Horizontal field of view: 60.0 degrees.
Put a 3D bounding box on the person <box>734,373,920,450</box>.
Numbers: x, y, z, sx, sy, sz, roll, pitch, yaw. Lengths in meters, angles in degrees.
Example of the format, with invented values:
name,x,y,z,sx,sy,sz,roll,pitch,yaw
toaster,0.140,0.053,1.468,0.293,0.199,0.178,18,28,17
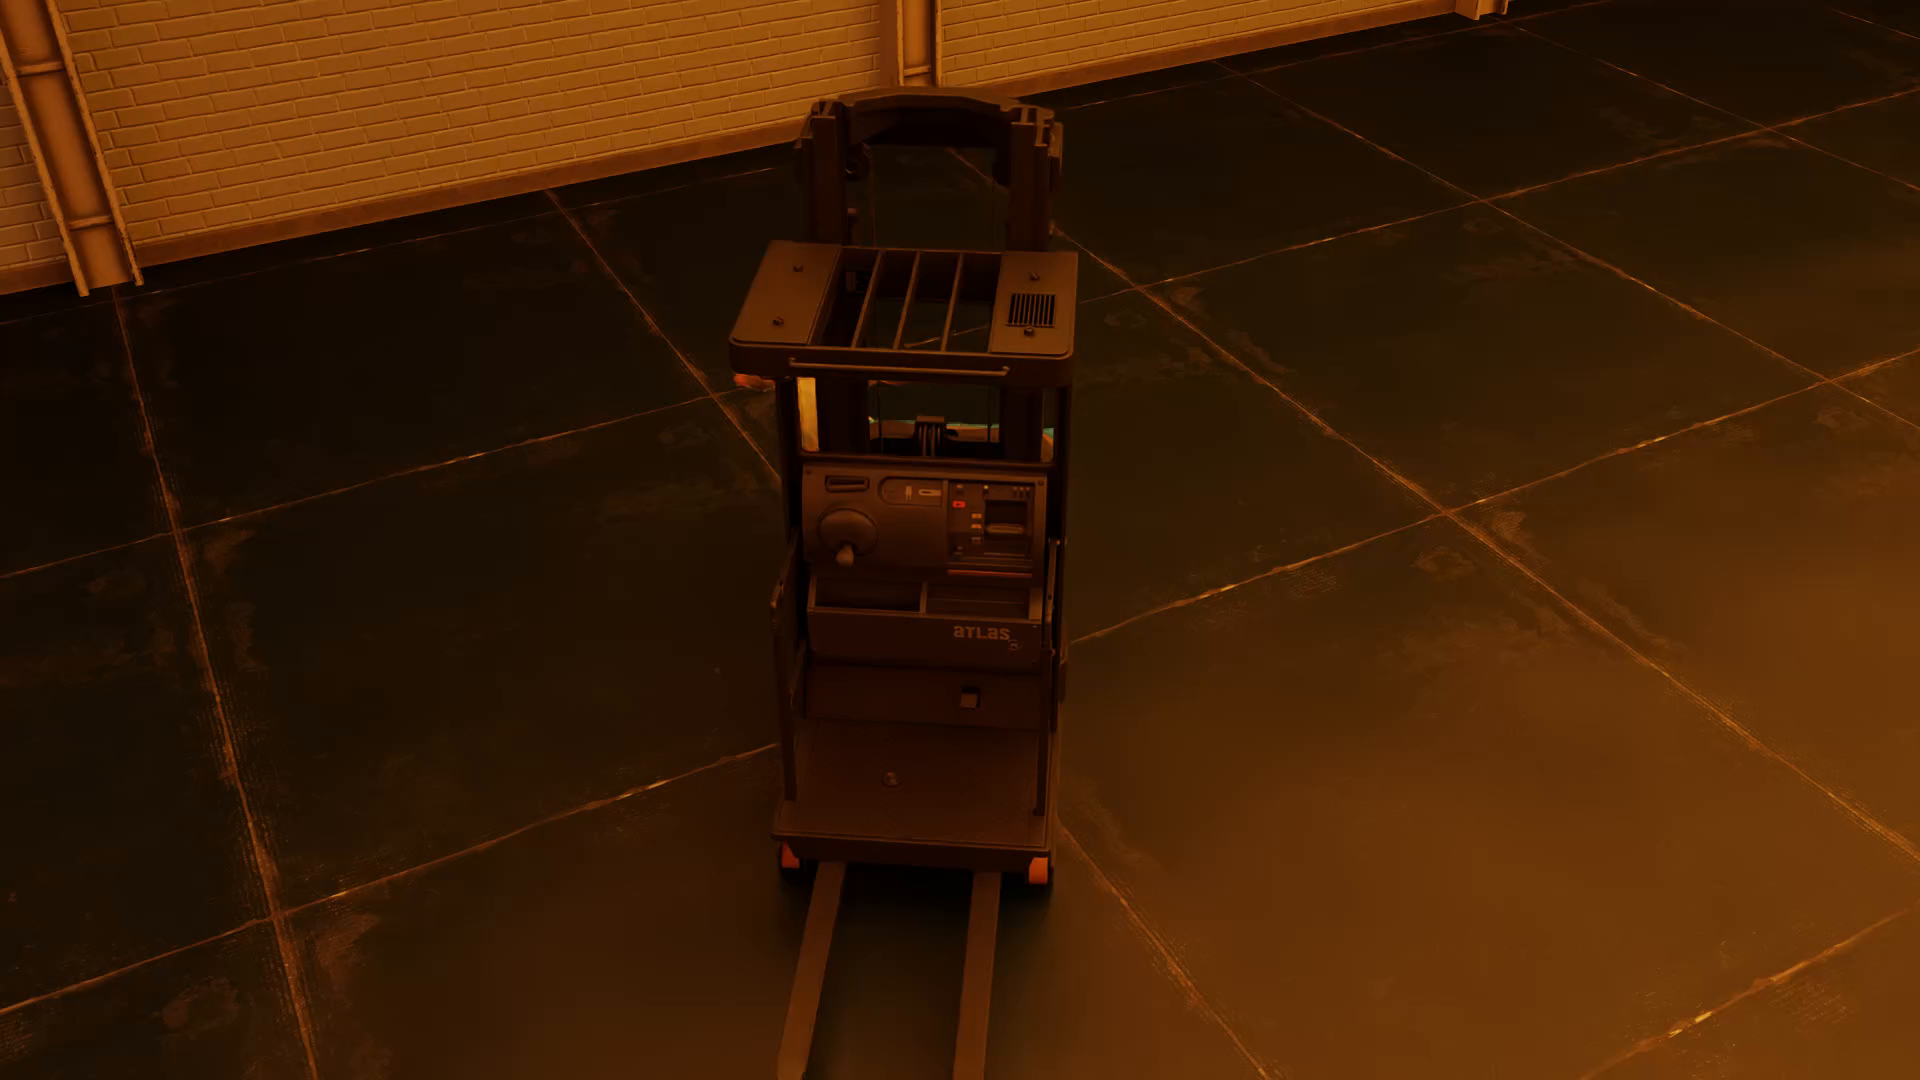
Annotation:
name,x,y,z,sx,sy,sz,roll,pitch,yaw
person,-0.602,-0.574,8.220,0.887,1.422,0.879,-18,39,-23

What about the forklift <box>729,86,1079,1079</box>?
name,x,y,z,sx,sy,sz,roll,pitch,yaw
forklift,-0.154,-0.014,6.143,1.130,2.935,3.031,3,35,4
